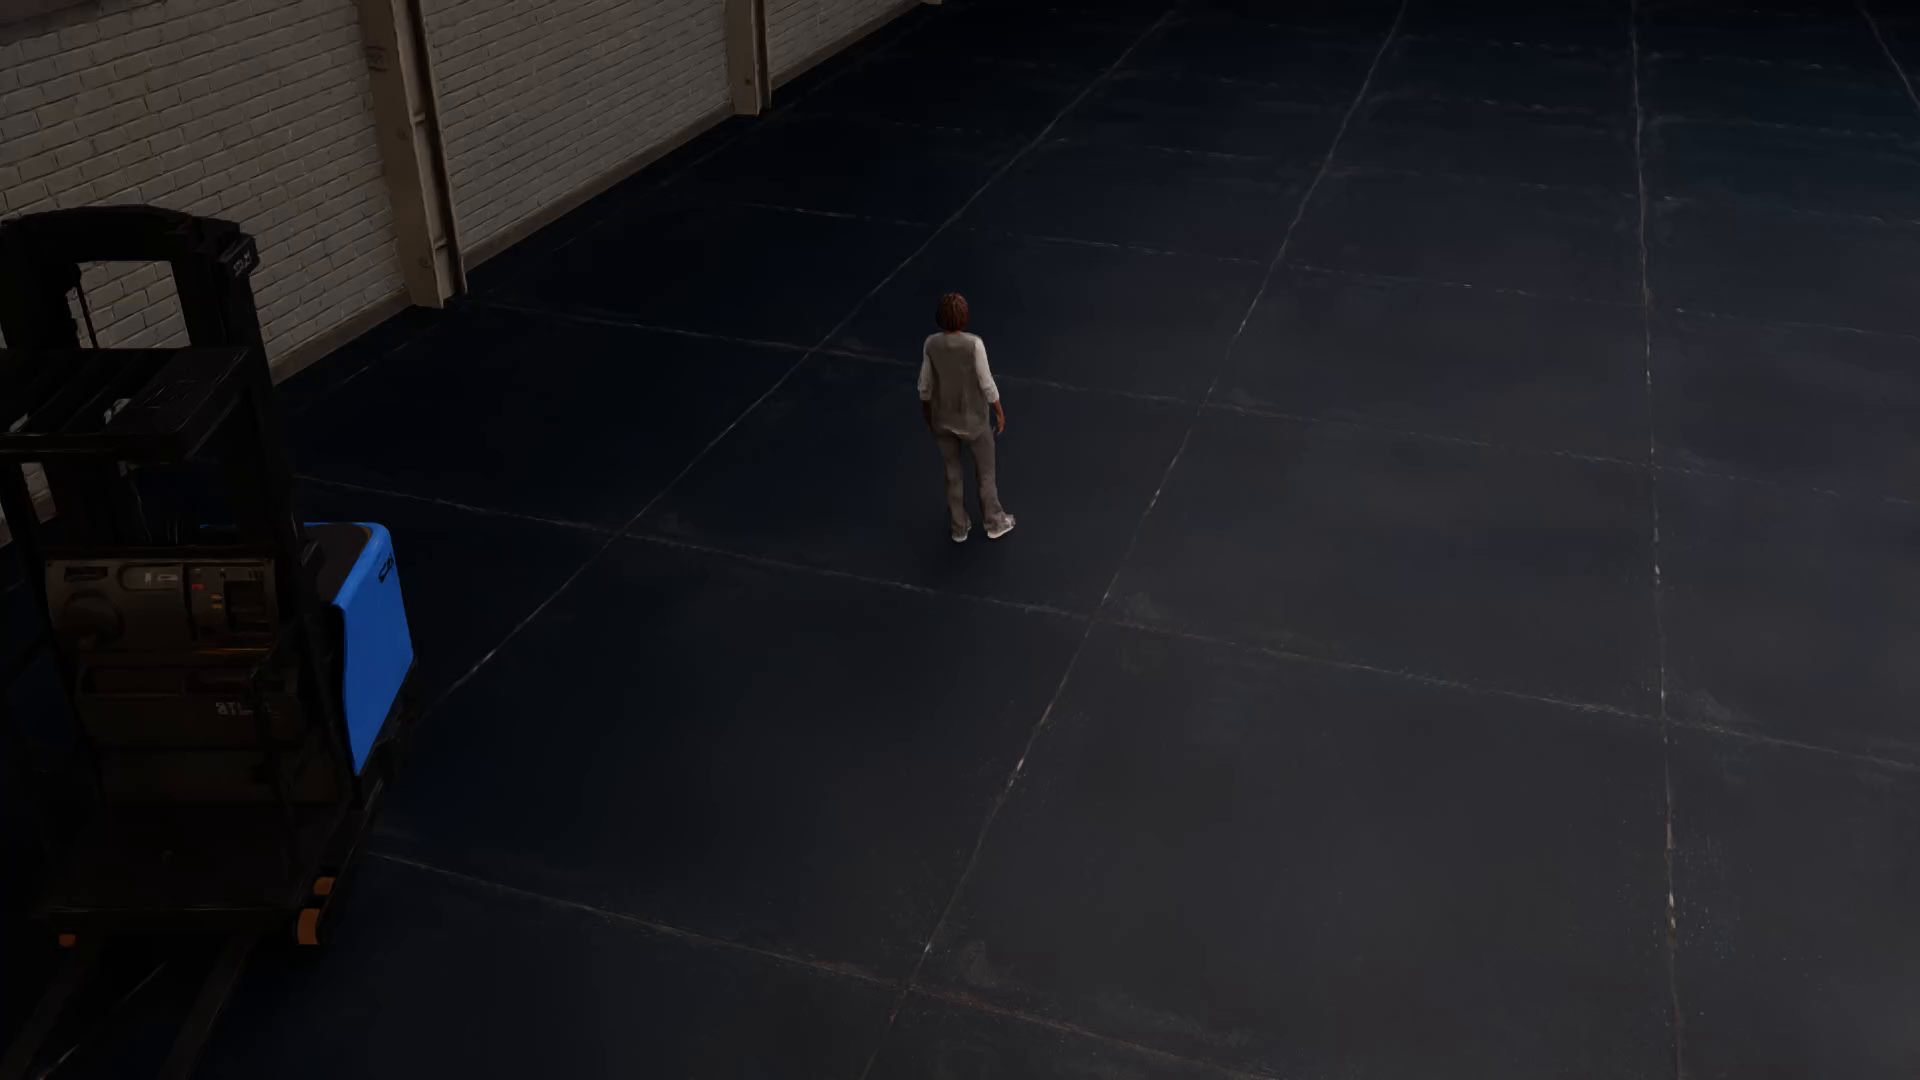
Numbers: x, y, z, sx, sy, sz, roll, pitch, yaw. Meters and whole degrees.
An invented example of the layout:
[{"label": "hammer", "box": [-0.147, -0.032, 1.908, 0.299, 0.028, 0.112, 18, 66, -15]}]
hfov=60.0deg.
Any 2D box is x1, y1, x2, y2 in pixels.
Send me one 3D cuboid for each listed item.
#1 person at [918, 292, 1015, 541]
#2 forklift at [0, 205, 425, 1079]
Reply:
[{"label": "person", "box": [0.037, -0.732, 9.754, 0.521, 1.597, 0.474, 10, 31, 16]}, {"label": "forklift", "box": [-3.248, 0.301, 6.608, 1.130, 2.935, 3.031, -1, 30, -1]}]
